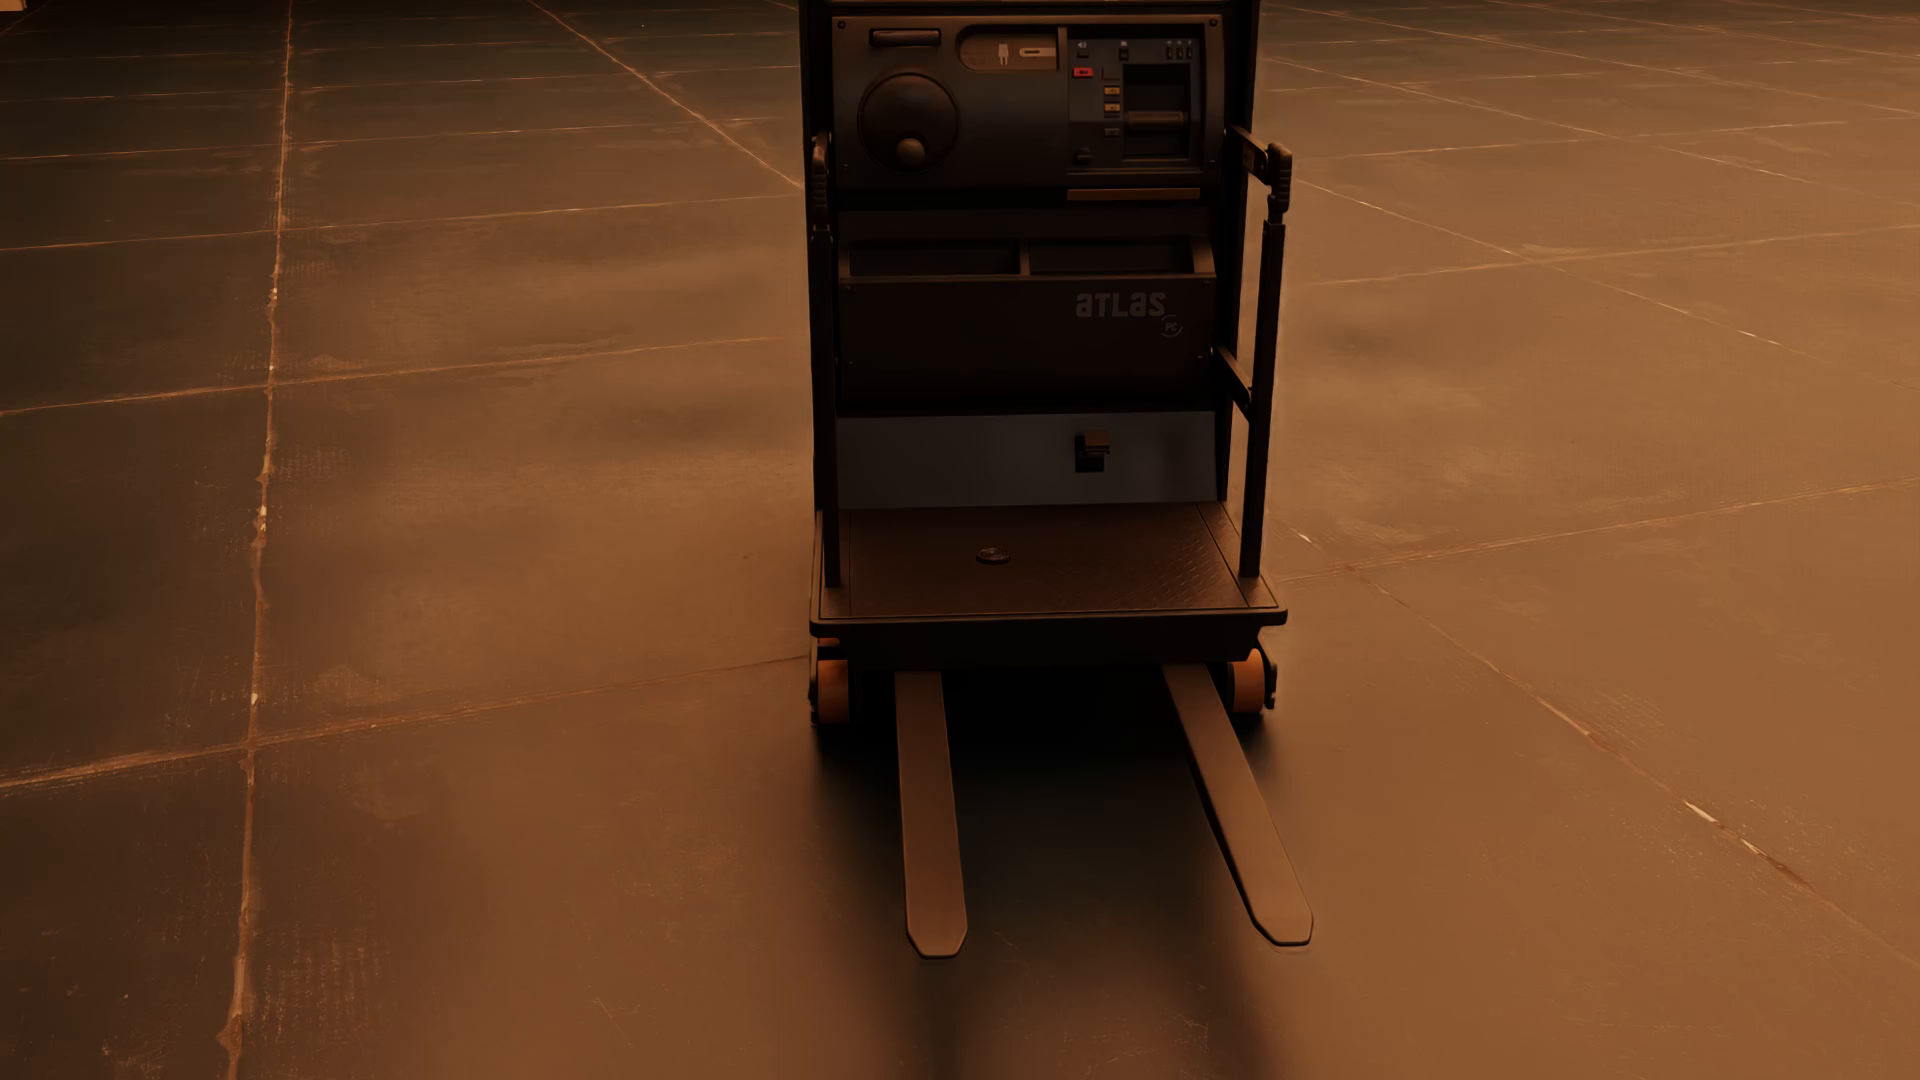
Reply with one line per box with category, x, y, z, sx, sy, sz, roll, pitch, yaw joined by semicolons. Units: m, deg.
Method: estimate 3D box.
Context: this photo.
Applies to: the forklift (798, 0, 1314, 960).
forklift;0.178;-1.031;3.751;1.130;2.935;3.031;-1;23;-3
